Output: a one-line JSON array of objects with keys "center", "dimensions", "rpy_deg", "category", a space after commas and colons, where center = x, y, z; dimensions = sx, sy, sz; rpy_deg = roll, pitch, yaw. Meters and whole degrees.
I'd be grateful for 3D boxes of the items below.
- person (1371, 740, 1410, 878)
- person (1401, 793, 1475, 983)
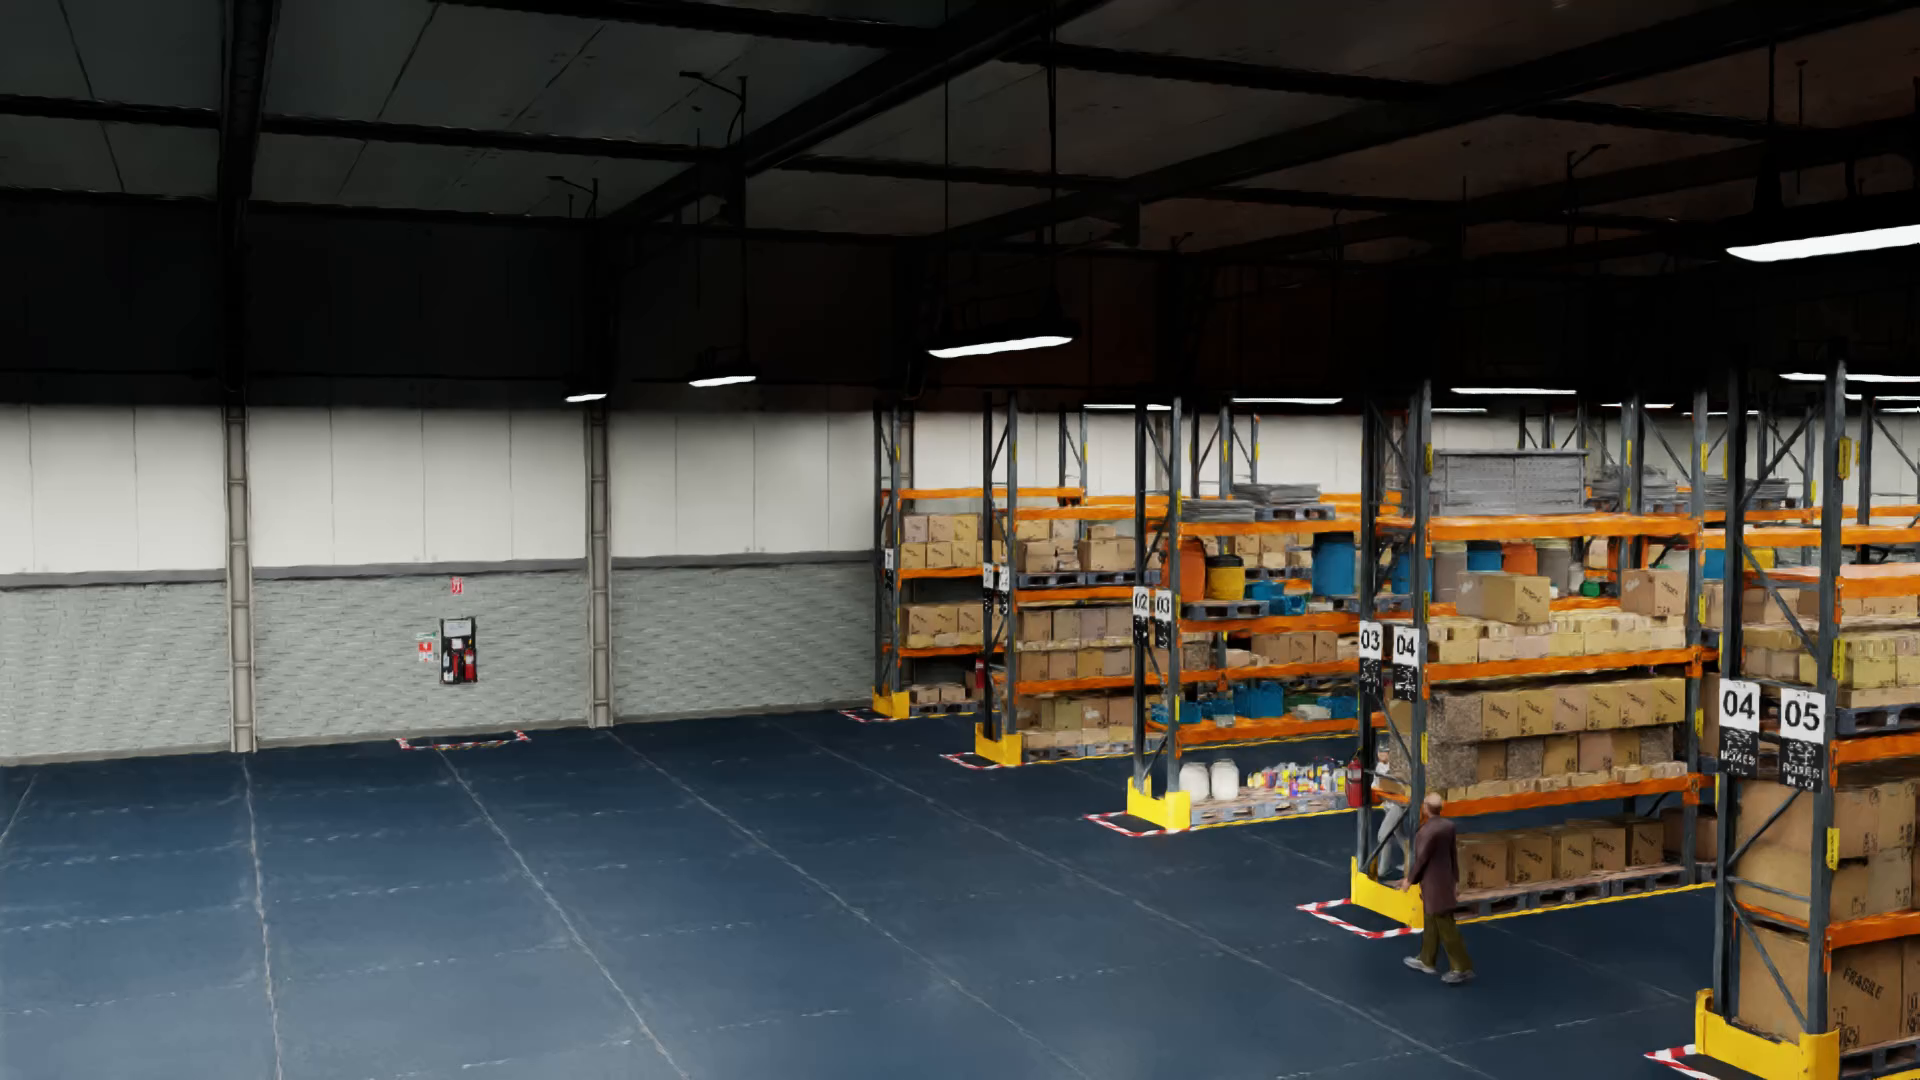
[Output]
[{"center": [5.188, 3.195, 19.943], "dimensions": [0.814, 1.616, 0.636], "rpy_deg": [-1, 4, -19], "category": "person"}, {"center": [4.630, 3.342, 16.102], "dimensions": [0.769, 1.770, 0.604], "rpy_deg": [2, 4, 36], "category": "person"}]
